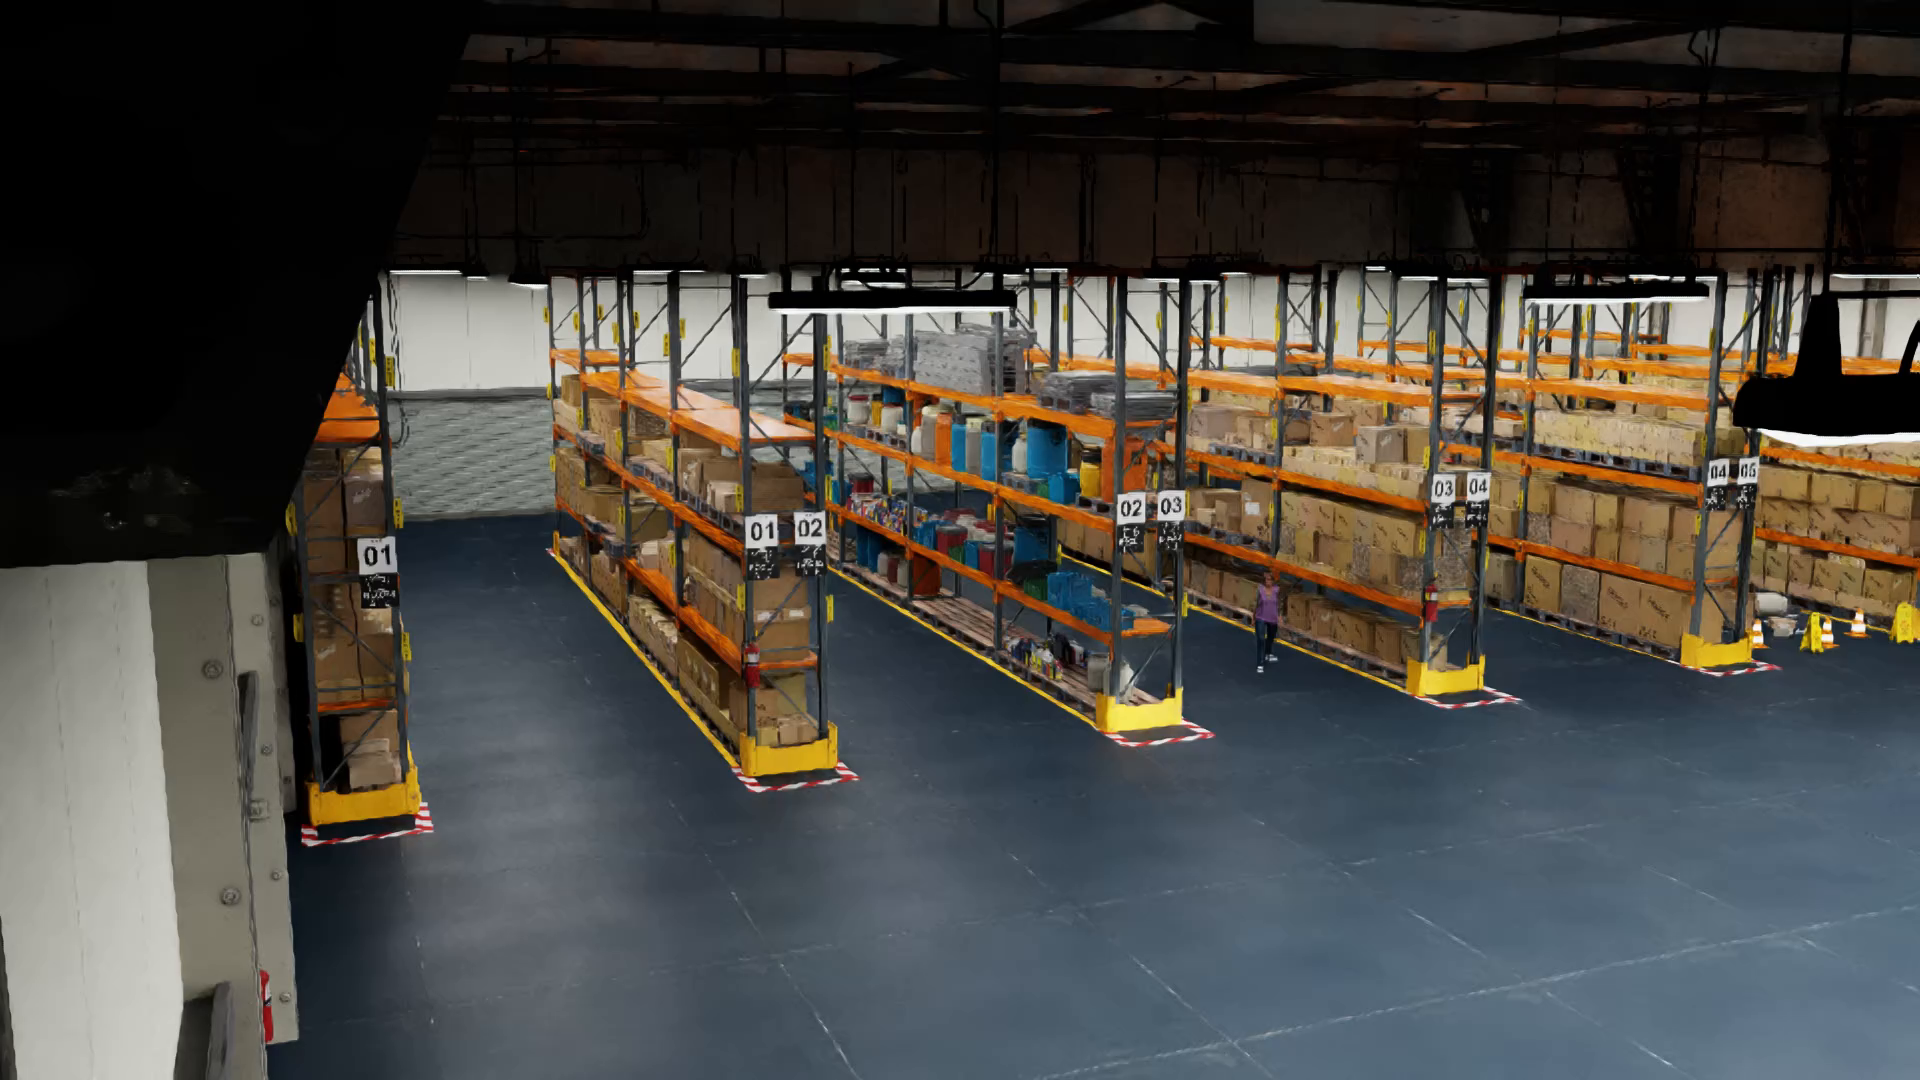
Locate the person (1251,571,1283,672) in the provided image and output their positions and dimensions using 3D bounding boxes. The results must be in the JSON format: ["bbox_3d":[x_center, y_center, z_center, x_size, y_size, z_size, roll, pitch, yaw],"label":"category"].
[{"bbox_3d":[4.684,1.195,25.337,0.458,1.531,0.876,0,10,1],"label":"person"}]

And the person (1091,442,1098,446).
[{"bbox_3d":[3.389,-1.583,40.936,0.568,1.640,0.363,7,12,37],"label":"person"}]

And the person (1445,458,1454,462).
[{"bbox_3d":[10.719,-0.922,36.700,0.581,1.785,0.664,0,10,-1],"label":"person"}]
